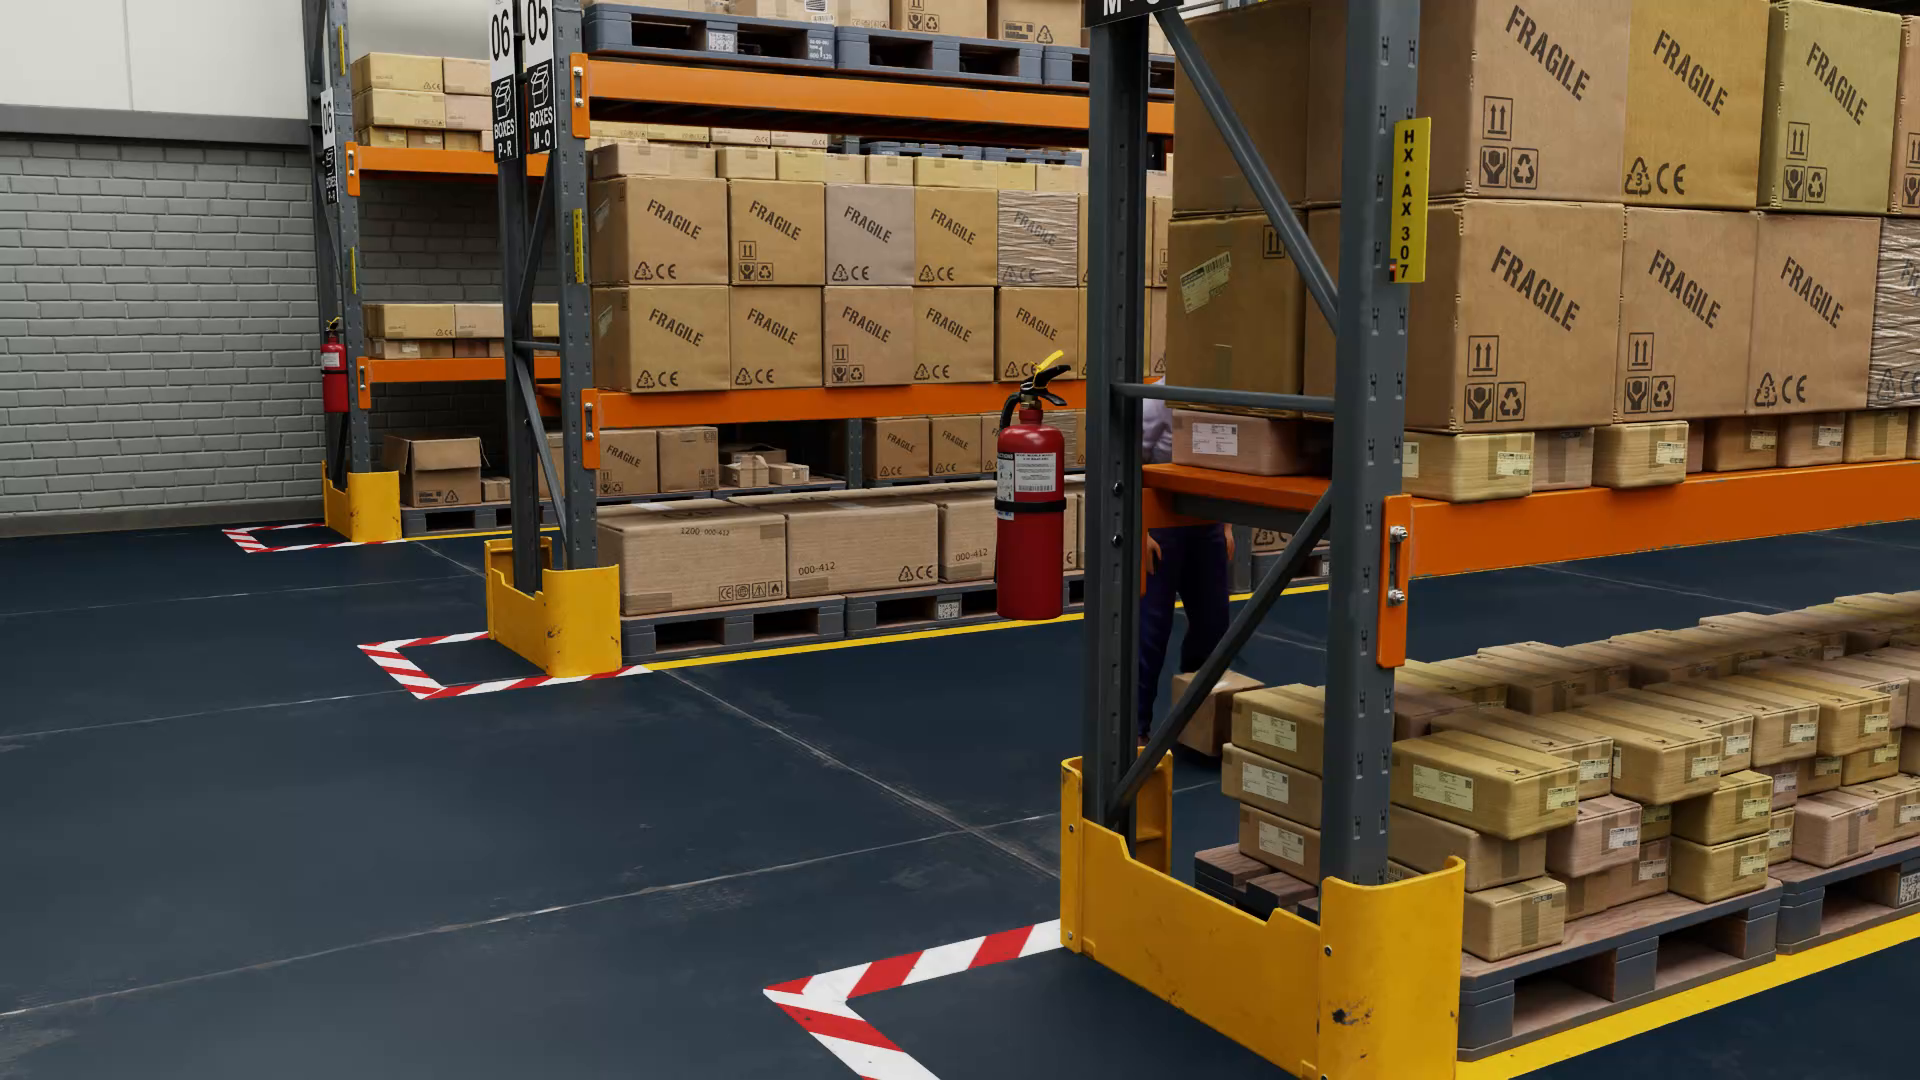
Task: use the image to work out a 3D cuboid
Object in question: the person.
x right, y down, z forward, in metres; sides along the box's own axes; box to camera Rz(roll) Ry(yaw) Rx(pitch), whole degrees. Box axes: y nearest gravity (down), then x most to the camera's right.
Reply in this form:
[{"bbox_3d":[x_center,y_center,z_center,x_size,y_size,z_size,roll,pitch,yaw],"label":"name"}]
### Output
[{"bbox_3d":[0.844,-0.004,6.378,0.535,1.653,0.422,-5,10,-33],"label":"person"}]
